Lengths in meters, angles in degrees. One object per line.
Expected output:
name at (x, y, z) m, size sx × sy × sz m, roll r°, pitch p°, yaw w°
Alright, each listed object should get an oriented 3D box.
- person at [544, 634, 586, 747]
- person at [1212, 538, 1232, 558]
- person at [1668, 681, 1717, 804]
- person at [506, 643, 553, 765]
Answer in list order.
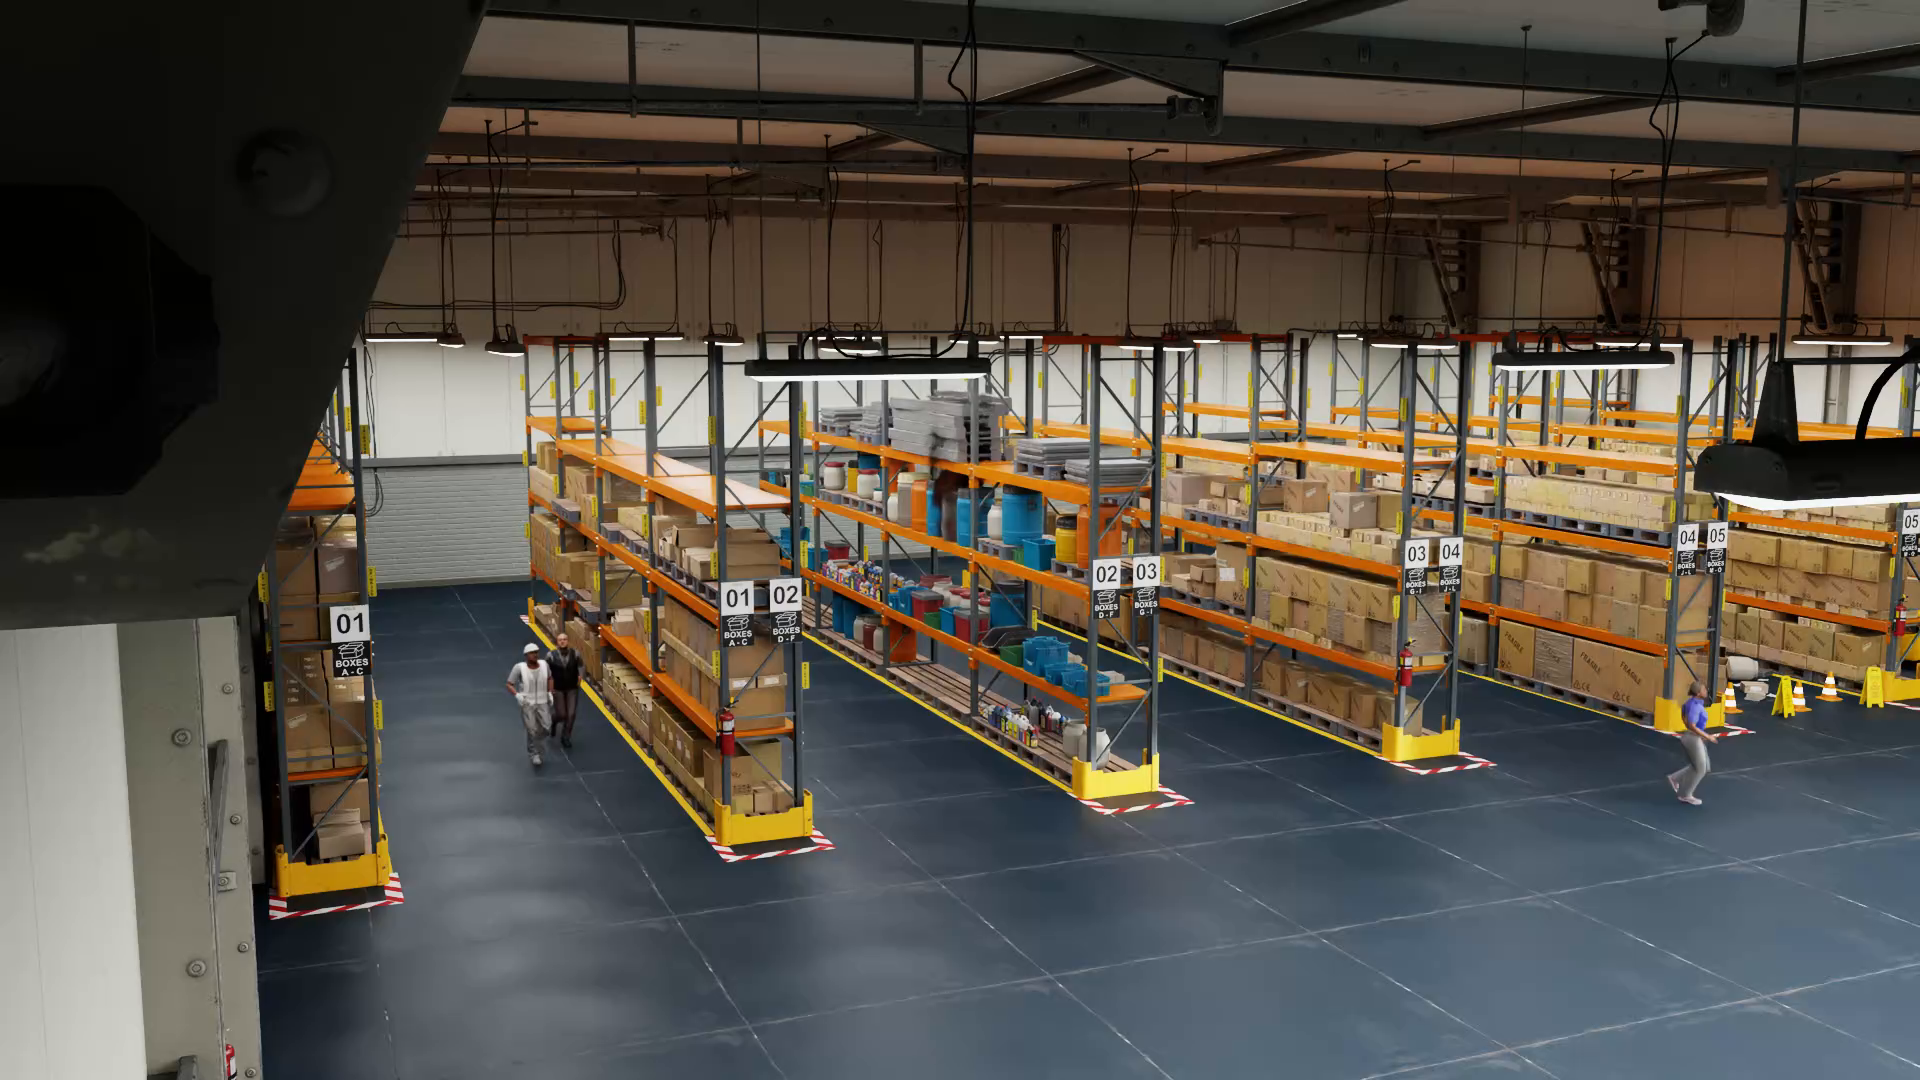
person at (-5.874, 2.222, 24.745) m, size 0.656 × 1.696 × 0.627 m, roll -3°, pitch 8°, yaw -24°
person at (5.684, 0.782, 35.499) m, size 0.549 × 1.758 × 0.761 m, roll -3°, pitch 8°, yaw -25°
person at (9.597, 2.649, 21.768) m, size 0.554 × 1.624 × 0.595 m, roll 3°, pitch 8°, yaw 19°
person at (-6.087, 2.329, 23.681) m, size 0.700 × 1.739 × 0.569 m, roll -5°, pitch 9°, yaw -31°
